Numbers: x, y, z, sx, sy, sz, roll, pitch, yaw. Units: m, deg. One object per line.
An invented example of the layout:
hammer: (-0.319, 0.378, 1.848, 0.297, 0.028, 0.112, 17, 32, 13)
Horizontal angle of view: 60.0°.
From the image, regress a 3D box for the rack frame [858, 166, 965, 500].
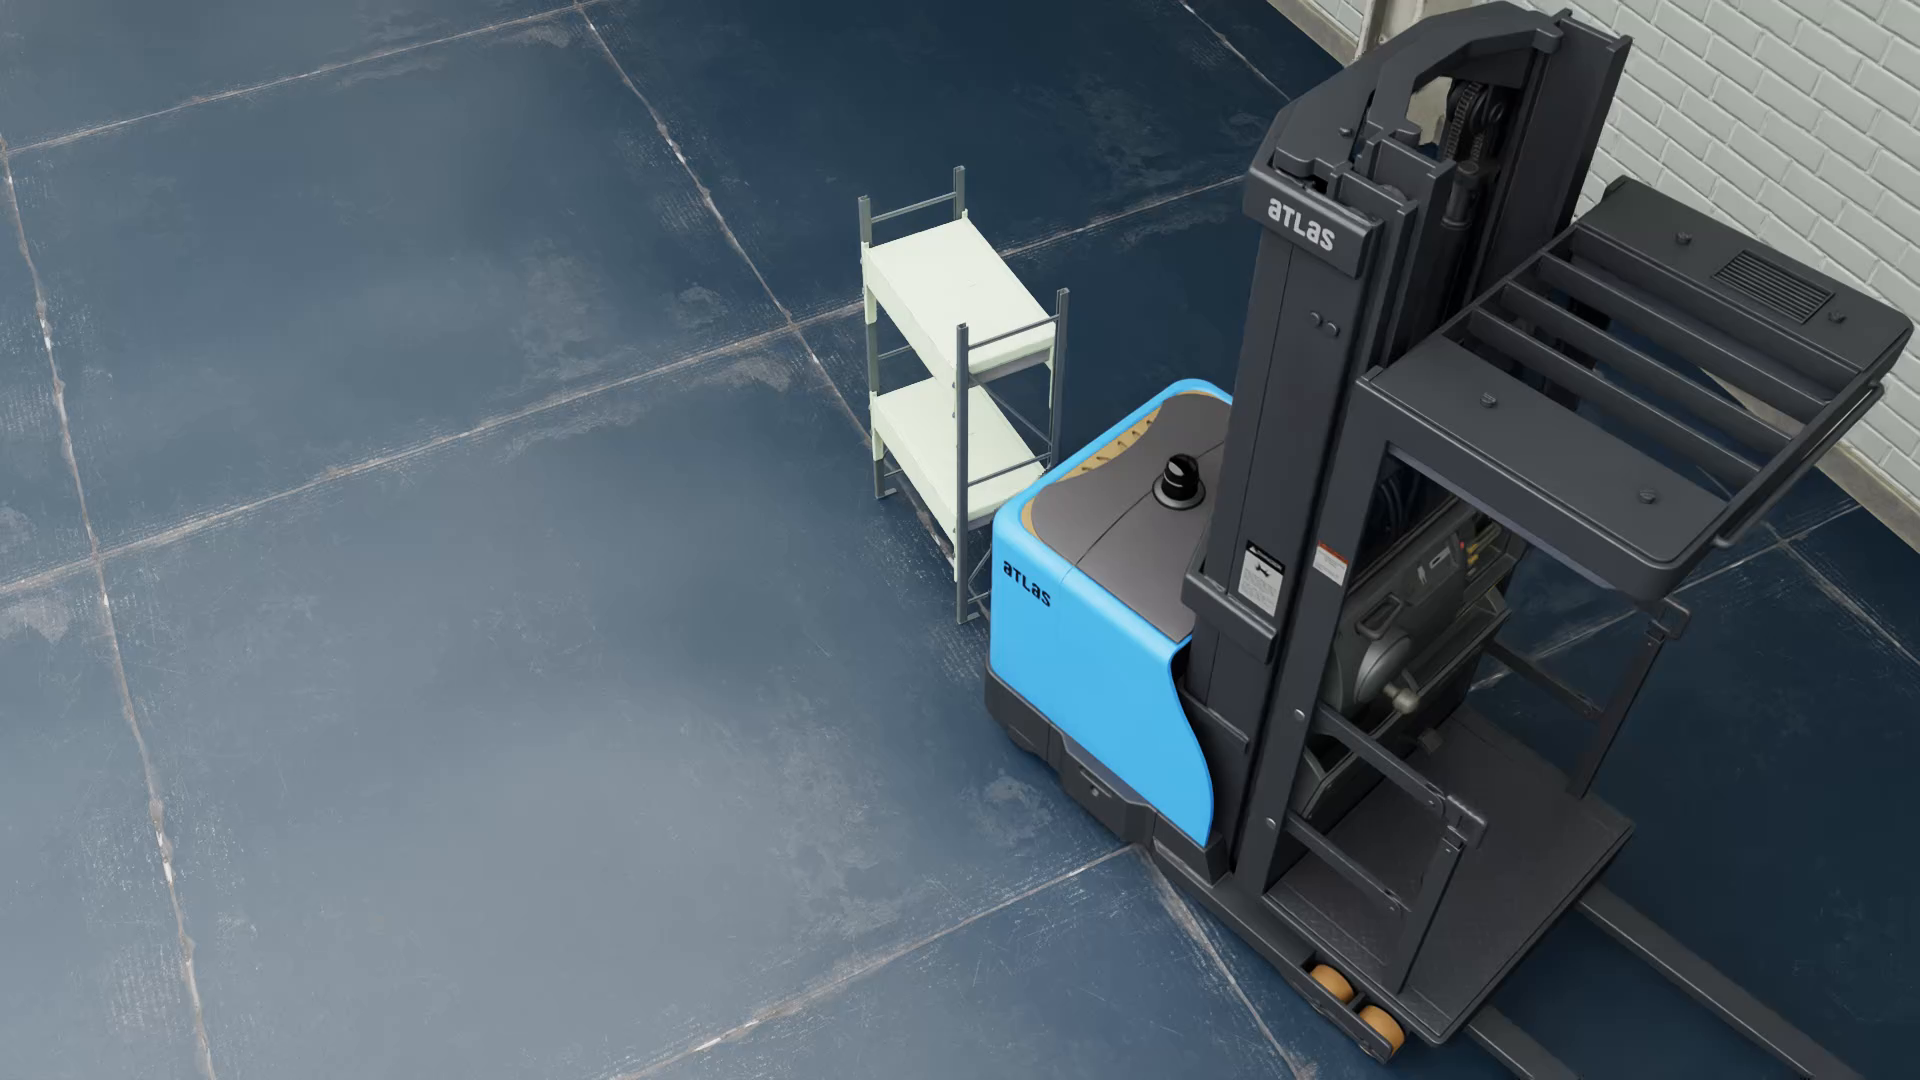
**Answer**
rack frame: (-0.164, -0.734, 6.288, 0.400, 1.500, 0.023, -21, 52, -18)

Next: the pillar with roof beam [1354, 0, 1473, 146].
pillar with roof beam: (-1.635, -3.588, 3.803, 9.100, 9.000, 0.400, -21, 52, -18)

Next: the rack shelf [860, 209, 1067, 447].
rack shelf: (0.003, -0.746, 5.780, 0.431, 0.370, 0.720, -21, 52, -18)

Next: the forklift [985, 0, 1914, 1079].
forklift: (1.470, 0.213, 4.509, 1.130, 2.935, 3.031, -36, 58, -27)

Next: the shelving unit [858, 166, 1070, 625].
shelving unit: (0.003, -0.489, 6.074, 0.431, 1.500, 0.755, -21, 52, -18)

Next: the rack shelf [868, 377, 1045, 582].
rack shelf: (0.003, -0.275, 6.320, 0.431, 0.370, 0.720, -21, 52, -18)

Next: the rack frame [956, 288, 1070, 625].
rack frame: (0.171, -0.244, 5.860, 0.400, 1.500, 0.023, -21, 52, -18)
